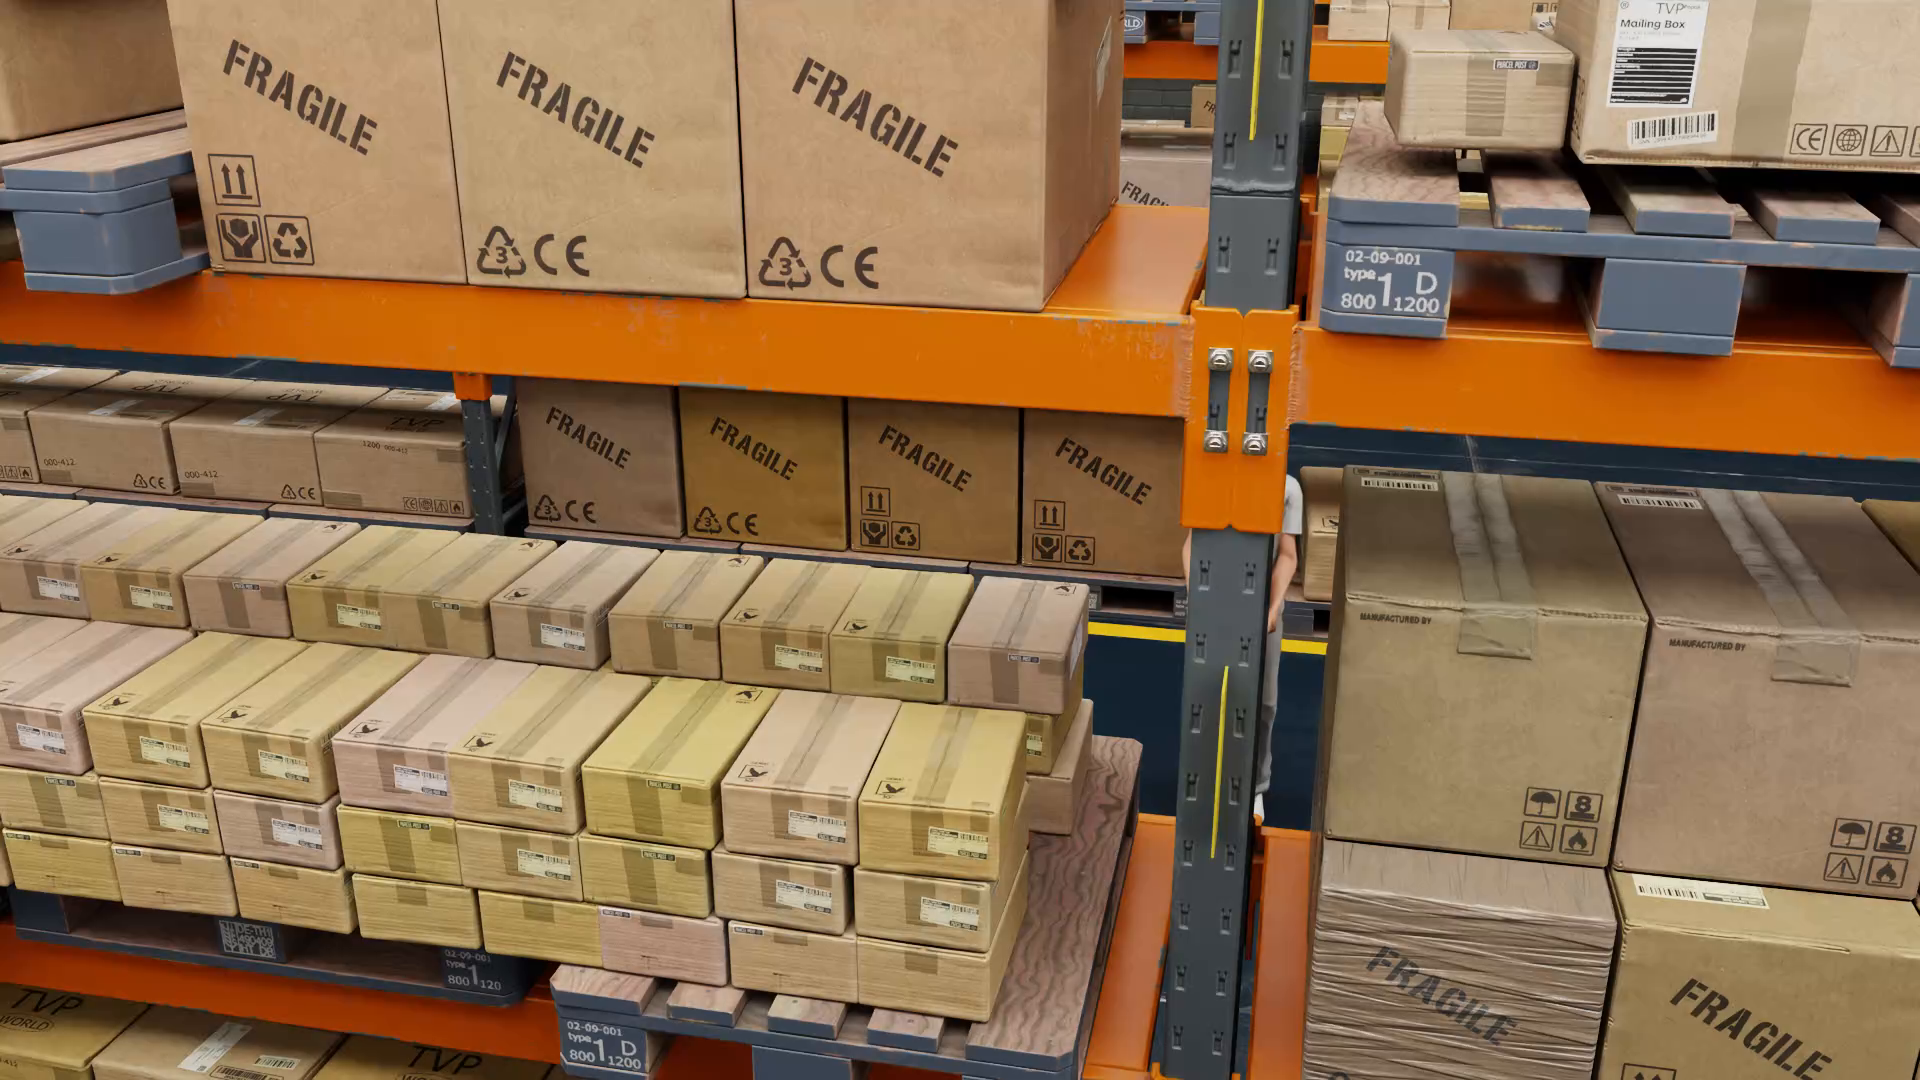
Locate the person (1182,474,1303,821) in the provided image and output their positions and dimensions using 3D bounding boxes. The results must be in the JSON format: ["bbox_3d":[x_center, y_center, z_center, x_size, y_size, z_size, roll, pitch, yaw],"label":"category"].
[{"bbox_3d":[1.053,0.308,6.337,0.438,1.654,0.560,5,22,11],"label":"person"}]
